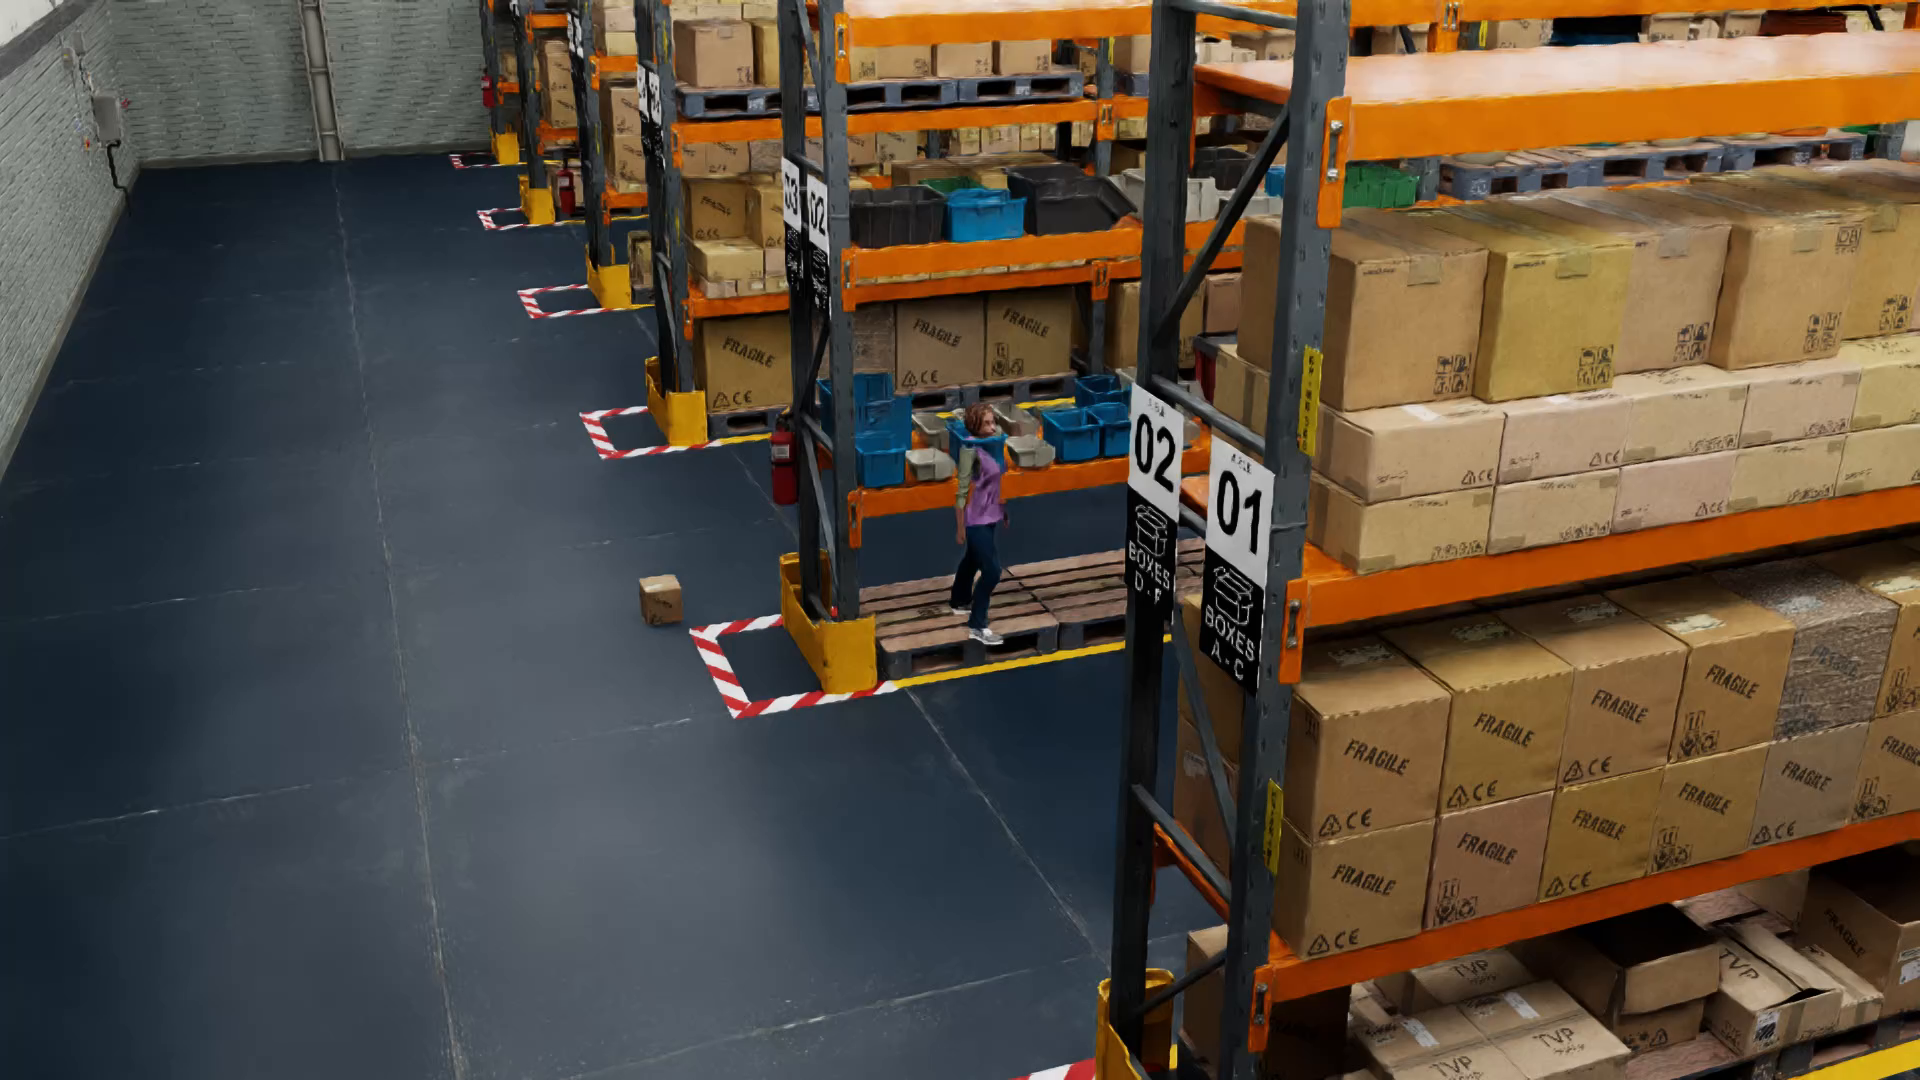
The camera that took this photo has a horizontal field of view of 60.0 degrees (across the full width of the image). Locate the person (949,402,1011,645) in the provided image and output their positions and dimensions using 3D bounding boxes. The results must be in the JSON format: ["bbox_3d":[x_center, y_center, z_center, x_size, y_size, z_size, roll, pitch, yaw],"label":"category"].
[{"bbox_3d":[0.141,-0.157,10.700,0.503,1.576,0.575,9,25,21],"label":"person"}]
